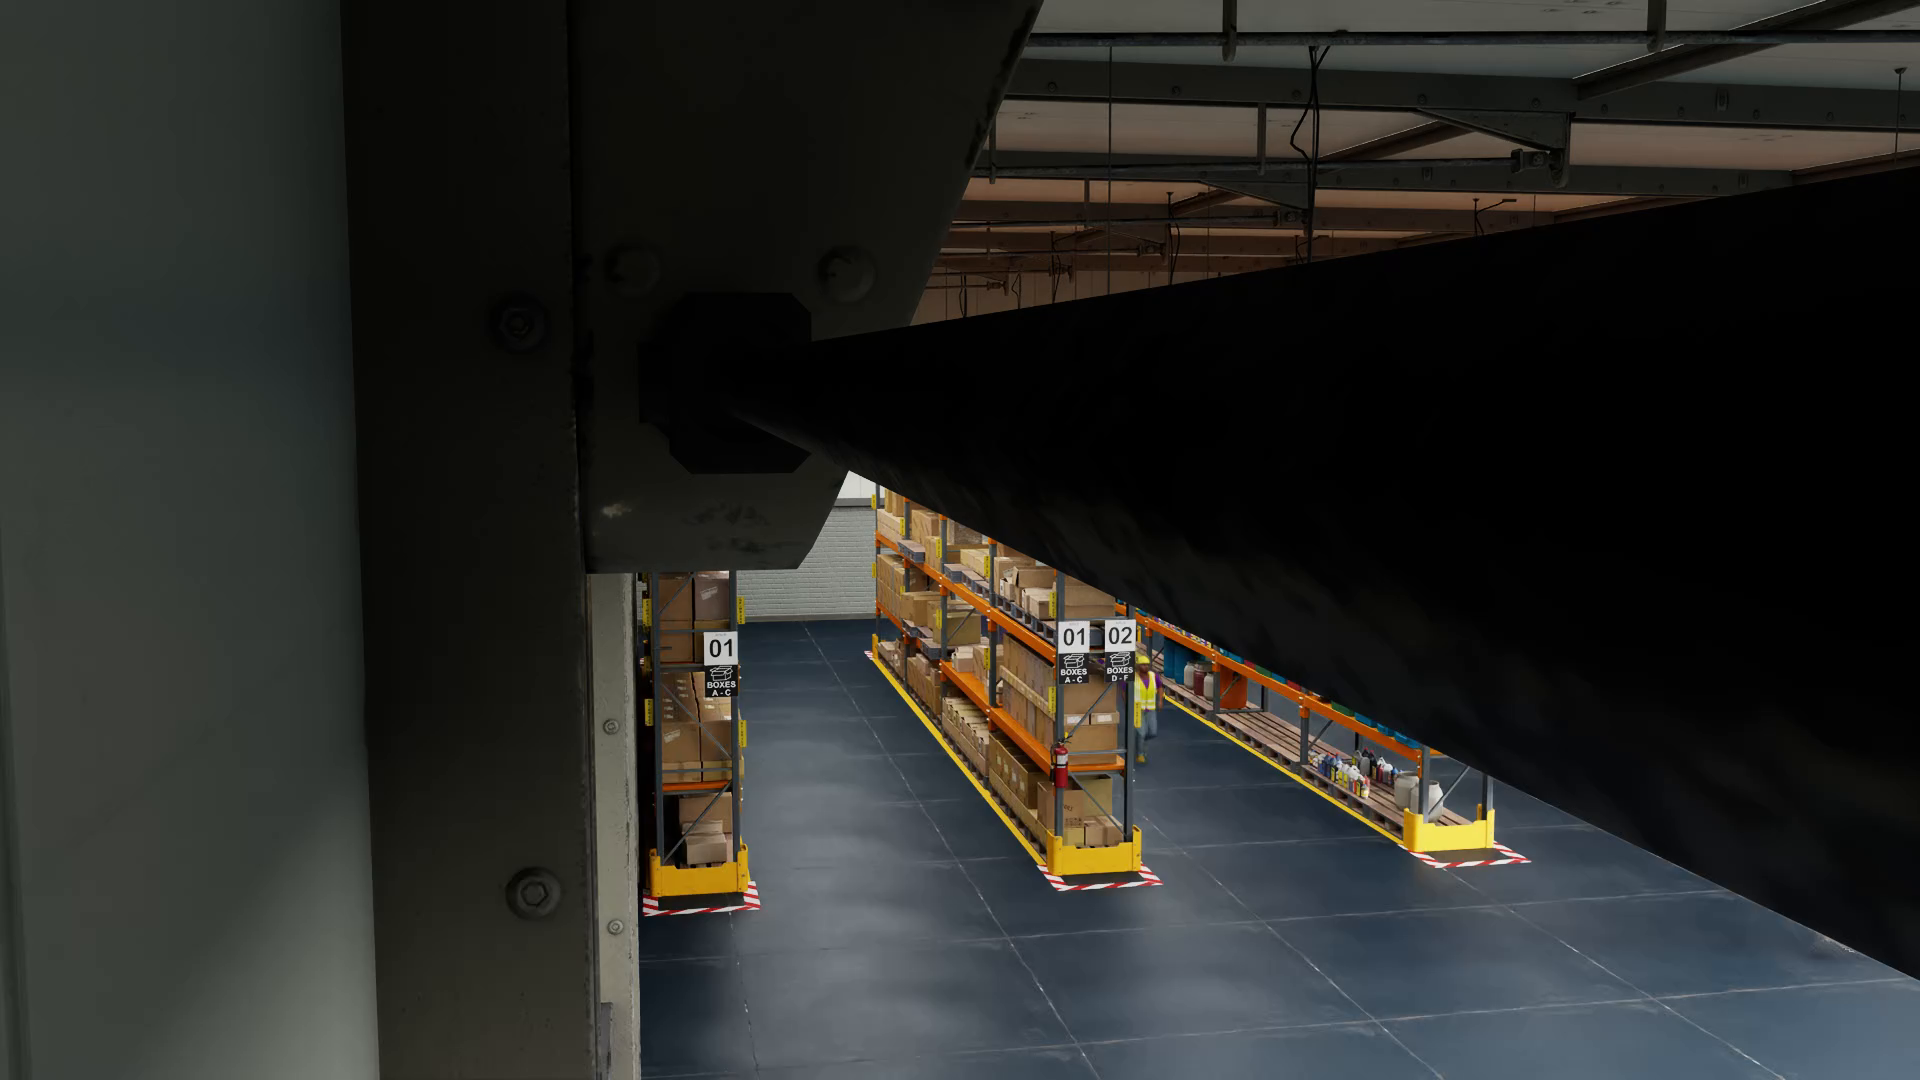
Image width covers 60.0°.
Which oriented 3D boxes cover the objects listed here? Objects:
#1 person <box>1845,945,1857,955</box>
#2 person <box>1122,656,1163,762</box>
[{"bbox_3d":[9.853,3.629,17.778,0.973,1.721,0.661,1,6,8],"label":"person"},{"bbox_3d":[2.965,2.718,26.854,0.736,1.722,0.605,-2,6,-17],"label":"person"}]
